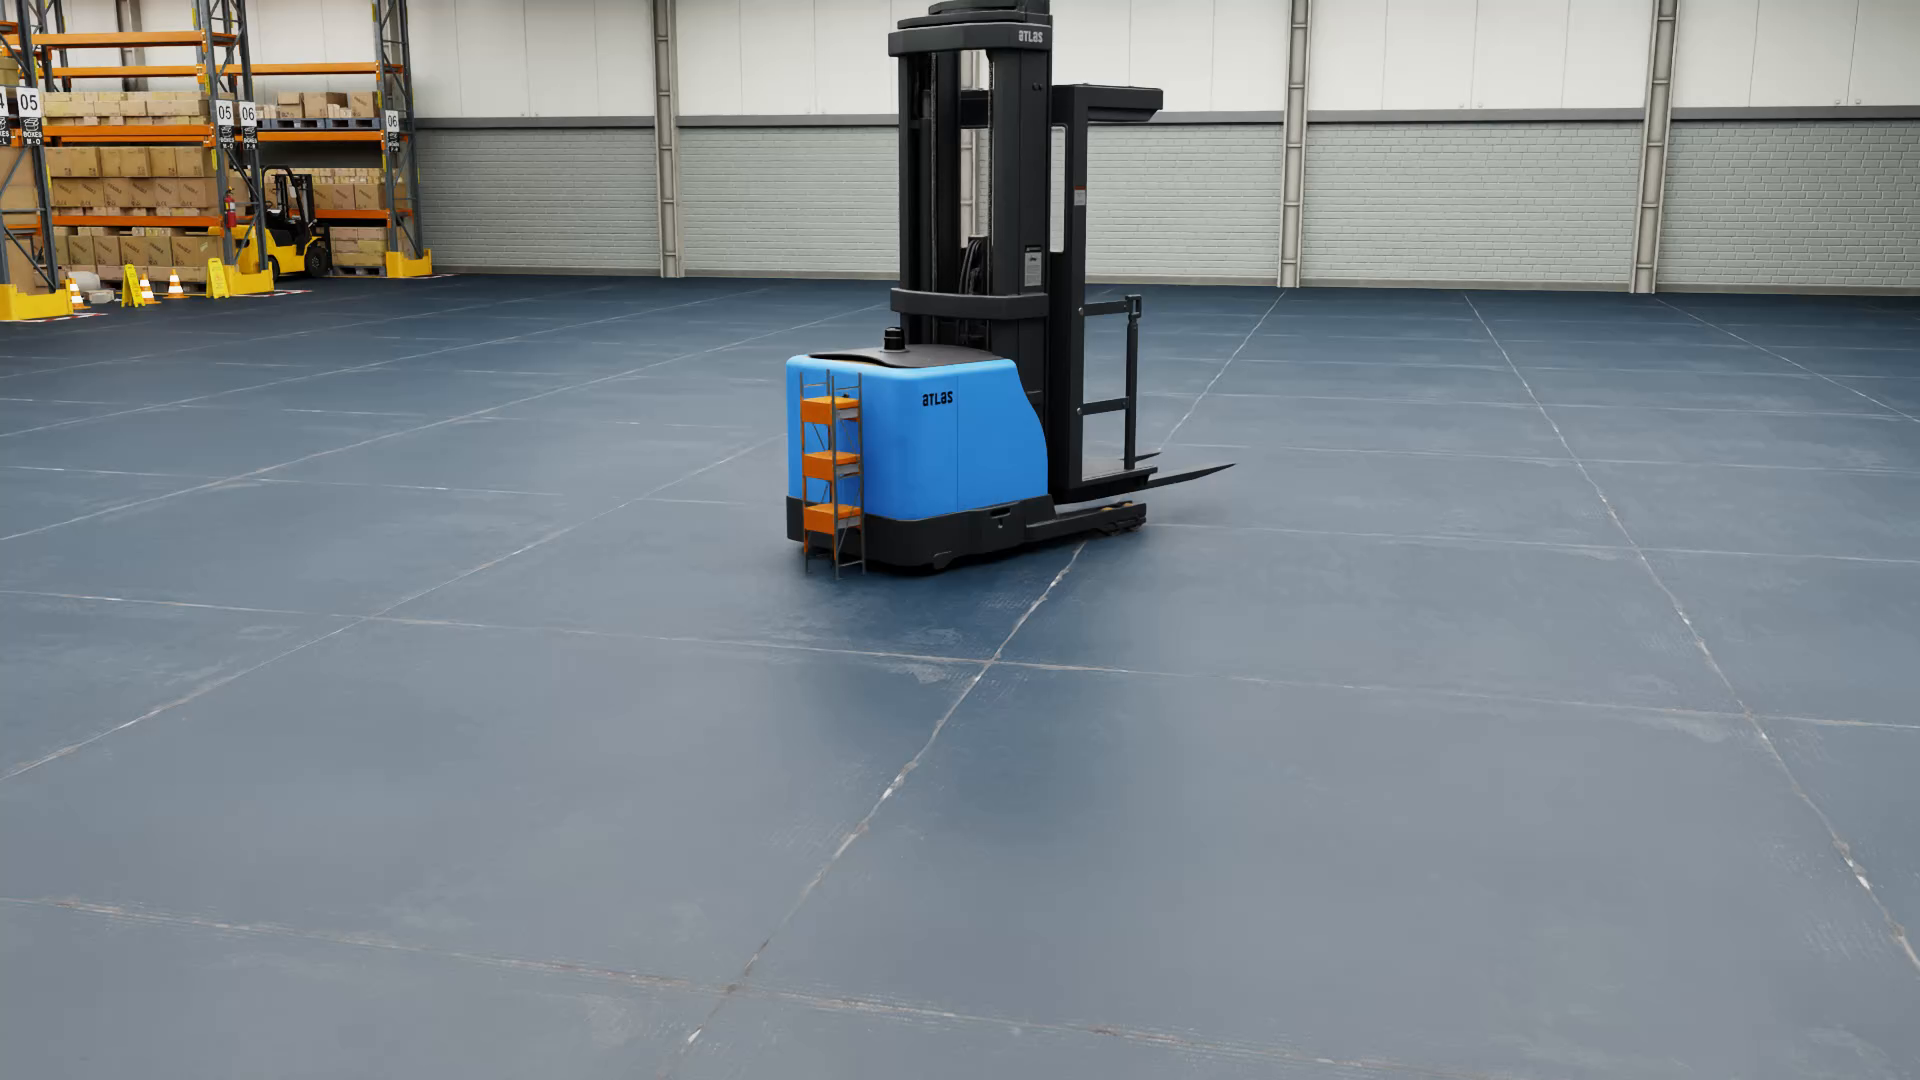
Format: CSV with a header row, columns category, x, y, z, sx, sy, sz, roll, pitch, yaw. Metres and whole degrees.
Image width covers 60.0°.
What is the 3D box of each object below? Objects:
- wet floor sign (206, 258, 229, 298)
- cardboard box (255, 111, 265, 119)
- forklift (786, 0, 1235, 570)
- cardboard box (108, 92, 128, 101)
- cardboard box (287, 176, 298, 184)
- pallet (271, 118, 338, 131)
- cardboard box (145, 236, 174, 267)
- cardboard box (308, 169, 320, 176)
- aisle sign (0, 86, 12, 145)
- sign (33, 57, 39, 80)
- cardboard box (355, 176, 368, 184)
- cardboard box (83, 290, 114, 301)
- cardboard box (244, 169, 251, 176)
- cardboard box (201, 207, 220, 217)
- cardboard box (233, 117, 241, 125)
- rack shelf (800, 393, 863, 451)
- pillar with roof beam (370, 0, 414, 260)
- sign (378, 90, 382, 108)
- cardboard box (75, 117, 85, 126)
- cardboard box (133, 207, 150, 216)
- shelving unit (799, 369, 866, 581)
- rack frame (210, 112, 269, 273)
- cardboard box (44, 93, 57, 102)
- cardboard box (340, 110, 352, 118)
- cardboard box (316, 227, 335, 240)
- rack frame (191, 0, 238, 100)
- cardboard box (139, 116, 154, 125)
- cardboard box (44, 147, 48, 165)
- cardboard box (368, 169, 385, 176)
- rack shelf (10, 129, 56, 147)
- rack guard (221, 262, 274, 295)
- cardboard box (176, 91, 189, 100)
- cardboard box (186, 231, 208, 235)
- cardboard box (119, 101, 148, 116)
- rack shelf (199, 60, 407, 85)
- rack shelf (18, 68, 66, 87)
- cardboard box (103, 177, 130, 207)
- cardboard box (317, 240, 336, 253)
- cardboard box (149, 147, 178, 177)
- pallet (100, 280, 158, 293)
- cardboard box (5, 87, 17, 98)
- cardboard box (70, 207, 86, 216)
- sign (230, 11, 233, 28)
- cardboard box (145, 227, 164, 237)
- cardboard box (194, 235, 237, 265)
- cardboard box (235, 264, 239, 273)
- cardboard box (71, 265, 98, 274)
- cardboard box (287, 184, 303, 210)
category,x,y,z,sx,sy,sz,roll,pitch,yaw
wet floor sign,-12.314,-4.338,27.521,0.232,0.644,0.267,8,15,33
cardboard box,-13.831,-8.442,33.039,0.250,0.149,0.380,3,13,15
forklift,0.449,-1.526,9.568,3.031,2.935,1.130,-12,17,-43
cardboard box,-14.139,-7.481,28.066,0.250,0.149,0.380,3,13,15
cardboard box,-13.197,-7.183,33.180,0.250,0.149,0.380,3,13,12
pallet,-12.925,-8.292,33.188,1.213,0.211,1.003,3,13,14
cardboard box,-13.590,-4.964,28.554,0.500,0.500,0.500,4,13,16
cardboard box,-12.718,-7.296,33.004,0.250,0.149,0.380,3,13,15
aisle sign,-13.333,-5.878,23.026,0.004,0.787,0.394,3,13,14
sign,-13.192,-6.722,23.705,0.005,0.325,0.100,3,13,14
cardboard box,-11.716,-7.098,32.796,0.250,0.149,0.380,3,13,14
cardboard box,-13.998,-3.974,27.025,0.250,0.149,0.380,12,17,43
cardboard box,-14.177,-7.400,33.470,0.250,0.149,0.380,3,13,12
cardboard box,-12.657,-5.574,28.236,0.250,0.149,0.380,4,13,15
cardboard box,-12.487,-7.149,28.412,0.250,0.149,0.380,3,13,14
rack shelf,-0.656,-0.605,8.496,0.240,0.259,0.215,11,17,43
pillar with roof beam,-12.548,-9.015,29.317,0.400,9.000,9.100,3,13,14
sign,-11.200,-8.511,32.107,0.005,0.325,0.100,3,13,14
cardboard box,-14.884,-7.151,28.420,0.250,0.149,0.380,3,13,12
cardboard box,-13.915,-5.626,28.469,0.250,0.149,0.380,3,13,13
shelving unit,-0.654,-0.339,8.554,0.252,1.050,0.215,11,17,43
rack frame,-12.243,-5.722,28.324,0.127,3.000,1.000,3,13,14
cardboard box,-15.385,-7.553,28.389,0.250,0.149,0.380,3,13,12
cardboard box,-11.934,-8.341,32.582,0.250,0.149,0.380,3,13,12
cardboard box,-12.568,-6.125,33.208,0.500,0.250,0.500,3,13,14
rack frame,-14.940,-9.903,33.316,0.127,3.000,1.000,3,13,14
cardboard box,-13.638,-7.081,28.102,0.250,0.149,0.380,3,13,13
cardboard box,-15.751,-6.544,28.800,0.500,0.500,0.700,3,13,13
cardboard box,-11.455,-7.251,32.801,0.250,0.149,0.380,3,13,14
rack shelf,-18.068,-7.147,29.481,4.000,0.370,1.077,3,13,14
rack guard,-12.316,-4.506,28.613,0.348,0.500,1.175,3,13,14
cardboard box,-12.883,-7.430,27.836,0.250,0.149,0.380,3,13,15
cardboard box,-15.450,-6.044,34.289,0.625,0.625,0.875,4,13,16
cardboard box,-13.797,-7.281,28.083,0.500,0.250,0.500,3,13,15
rack shelf,-12.999,-9.252,32.969,4.000,0.370,1.077,3,13,14
rack shelf,-20.766,-9.668,34.840,4.000,0.370,1.077,3,13,14
cardboard box,-14.293,-5.970,28.525,0.500,0.500,0.500,3,13,14
cardboard box,-12.595,-5.883,33.274,0.500,0.250,0.500,3,13,12
cardboard box,-13.280,-6.413,28.211,0.500,0.500,0.700,3,13,14
pallet,-14.277,-4.478,29.155,1.213,0.211,1.003,3,13,14
cardboard box,-13.586,-6.357,23.639,0.250,0.149,0.380,3,13,14
cardboard box,-15.142,-5.694,28.775,0.250,0.149,0.380,3,13,15
sign,-14.784,-10.551,33.718,0.005,0.325,0.100,3,13,14
cardboard box,-13.699,-5.273,28.449,0.250,0.149,0.380,3,13,14
cardboard box,-12.983,-5.052,28.951,0.500,0.500,0.500,3,13,12
cardboard box,-12.959,-4.685,29.027,0.500,0.250,0.500,3,13,13
cardboard box,-15.097,-4.680,29.004,0.500,0.250,0.500,4,13,17
cardboard box,-13.087,-6.865,33.242,0.500,0.500,0.500,3,13,14
